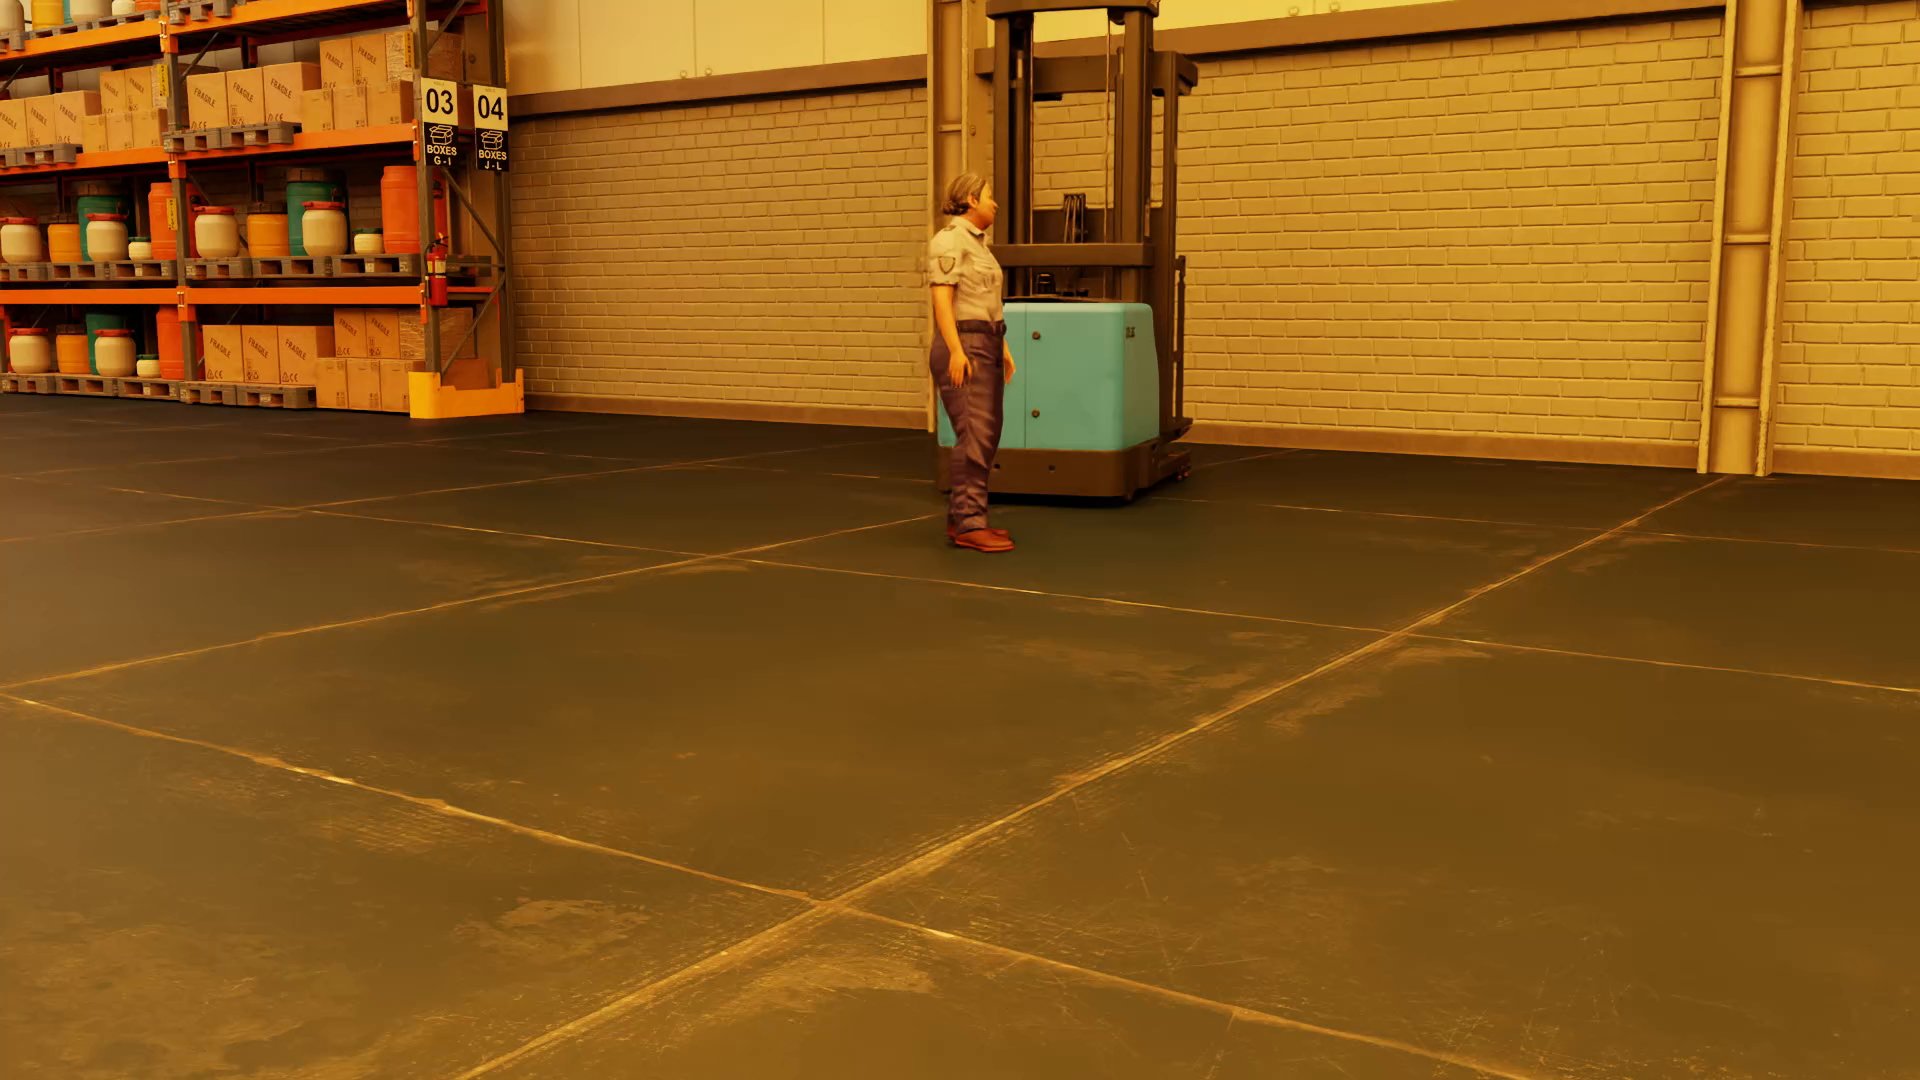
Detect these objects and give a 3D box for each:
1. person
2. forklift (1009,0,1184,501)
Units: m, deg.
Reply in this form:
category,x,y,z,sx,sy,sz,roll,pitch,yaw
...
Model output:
category,x,y,z,sx,sy,sz,roll,pitch,yaw
person,0.094,-0.807,7.448,0.438,1.649,0.647,2,8,15
forklift,0.809,-1.826,10.034,1.121,2.935,3.031,3,8,18
